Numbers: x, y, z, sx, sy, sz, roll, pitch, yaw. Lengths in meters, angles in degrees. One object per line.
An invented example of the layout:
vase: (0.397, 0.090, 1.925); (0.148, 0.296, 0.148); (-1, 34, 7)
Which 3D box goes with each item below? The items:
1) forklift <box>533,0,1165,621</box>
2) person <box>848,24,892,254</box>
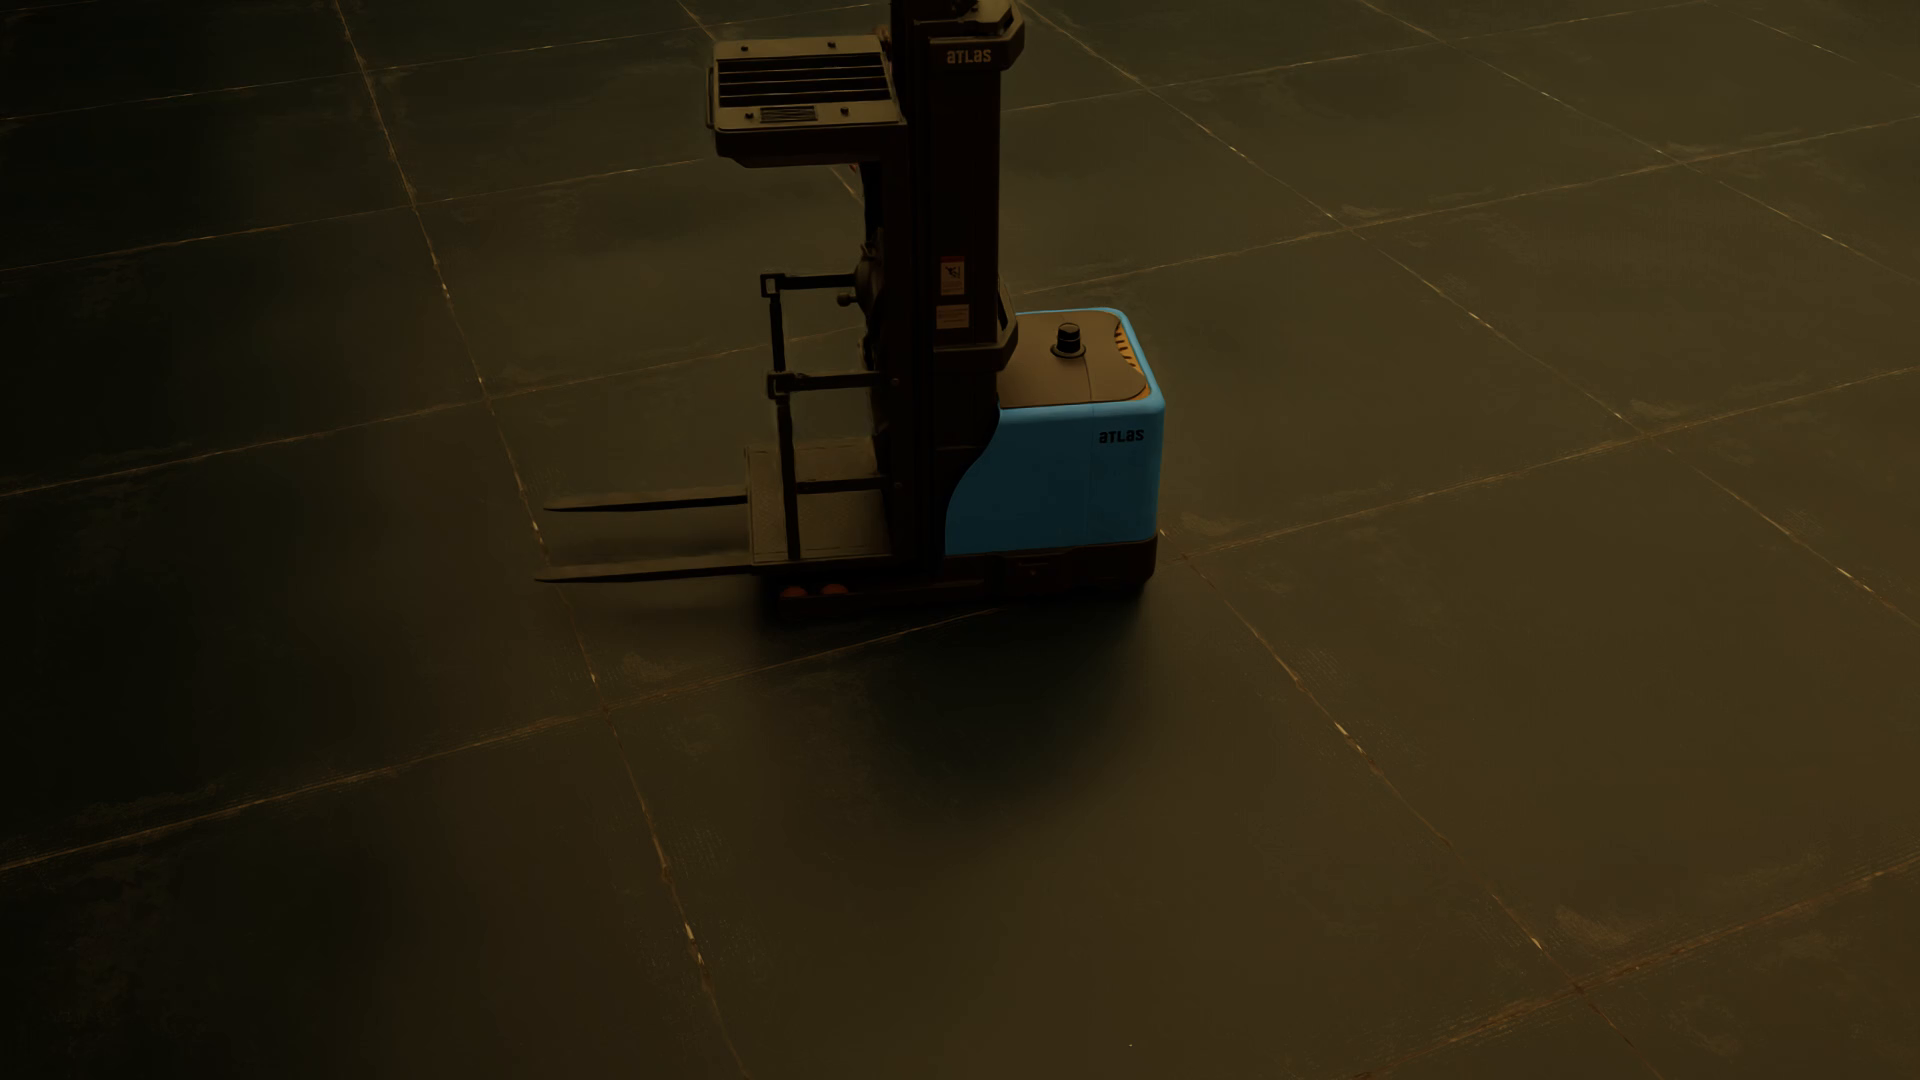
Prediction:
forklift: (-0.588, -1.126, 7.682); (3.031, 2.935, 1.130); (-4, 36, -6)
person: (-0.496, -2.582, 10.825); (0.598, 1.651, 0.502); (-18, 39, -24)
